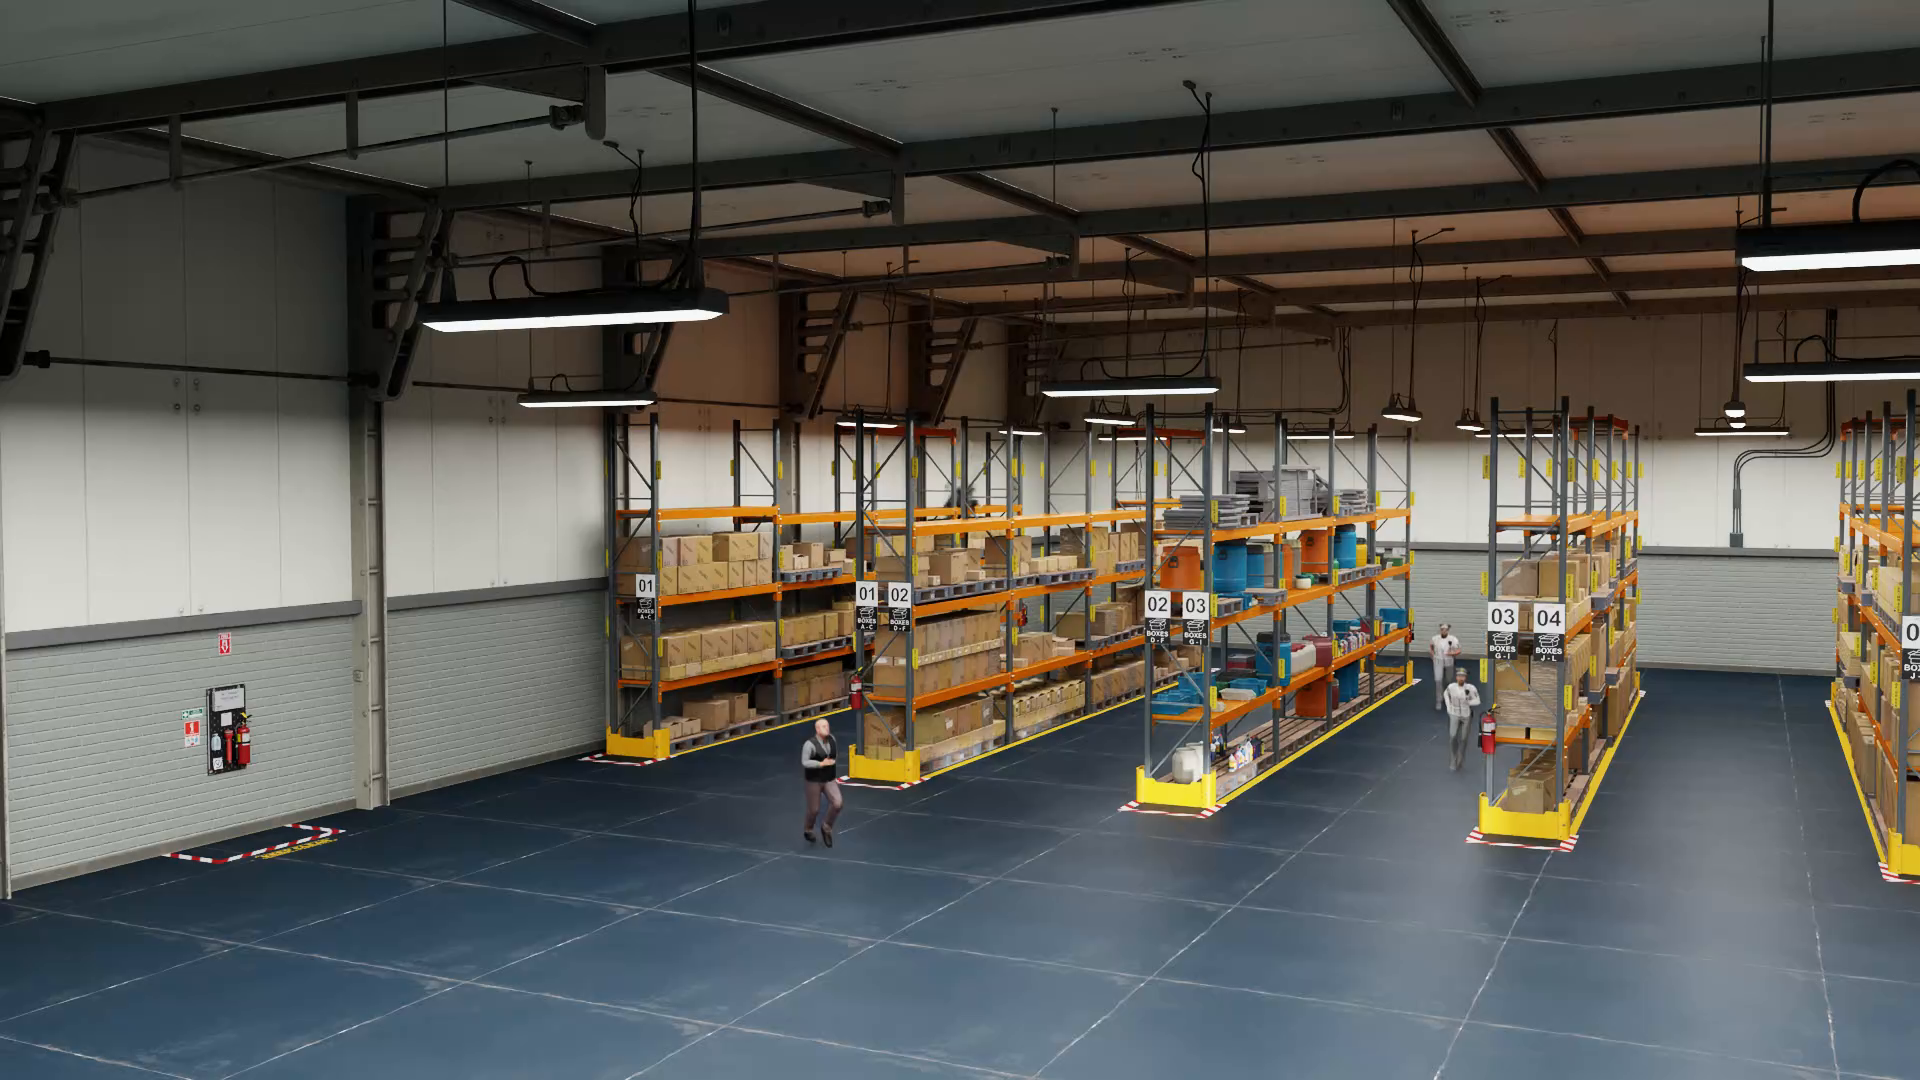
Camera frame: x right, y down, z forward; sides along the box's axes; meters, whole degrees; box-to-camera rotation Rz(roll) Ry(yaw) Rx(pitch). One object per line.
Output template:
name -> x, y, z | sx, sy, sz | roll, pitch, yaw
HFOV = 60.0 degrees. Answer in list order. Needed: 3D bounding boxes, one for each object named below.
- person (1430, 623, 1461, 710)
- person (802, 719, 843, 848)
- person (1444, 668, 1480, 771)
person -> 10.274, 2.650, 35.182 | 0.625, 1.824, 1.099 | 1, 2, 15
person -> -1.837, 3.215, 22.049 | 0.682, 1.717, 0.810 | -2, 3, -38
person -> 8.431, 2.948, 27.932 | 0.590, 1.642, 0.760 | 1, 3, 18
